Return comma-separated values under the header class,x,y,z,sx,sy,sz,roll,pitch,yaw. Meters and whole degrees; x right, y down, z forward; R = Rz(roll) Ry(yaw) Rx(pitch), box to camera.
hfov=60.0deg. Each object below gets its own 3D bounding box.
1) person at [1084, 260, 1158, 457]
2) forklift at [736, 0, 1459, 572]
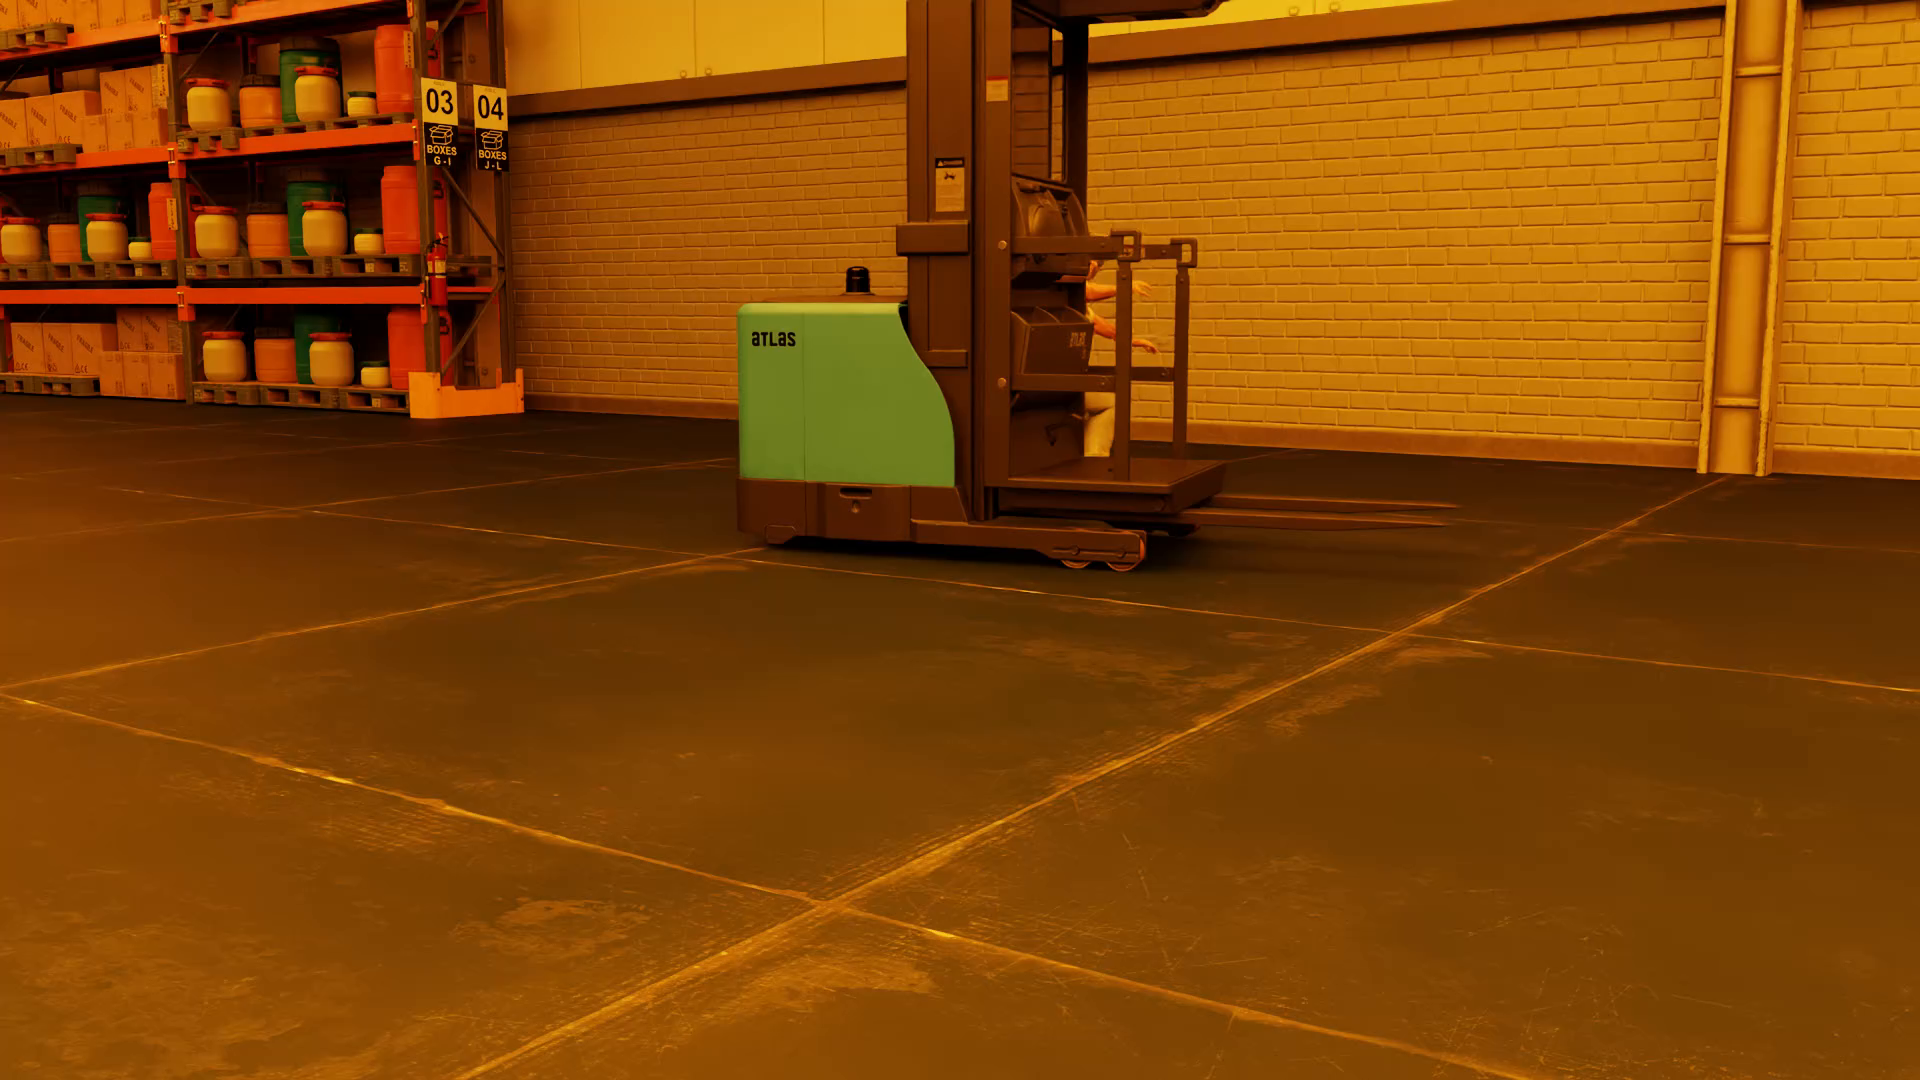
class,x,y,z,sx,sy,sz,roll,pitch,yaw
person,27899.002,-5843.793,41096.076,86510.456,2.636,50184.077,-4,9,-26
forklift,0.581,-1.408,7.096,3.031,2.935,1.130,3,9,21
